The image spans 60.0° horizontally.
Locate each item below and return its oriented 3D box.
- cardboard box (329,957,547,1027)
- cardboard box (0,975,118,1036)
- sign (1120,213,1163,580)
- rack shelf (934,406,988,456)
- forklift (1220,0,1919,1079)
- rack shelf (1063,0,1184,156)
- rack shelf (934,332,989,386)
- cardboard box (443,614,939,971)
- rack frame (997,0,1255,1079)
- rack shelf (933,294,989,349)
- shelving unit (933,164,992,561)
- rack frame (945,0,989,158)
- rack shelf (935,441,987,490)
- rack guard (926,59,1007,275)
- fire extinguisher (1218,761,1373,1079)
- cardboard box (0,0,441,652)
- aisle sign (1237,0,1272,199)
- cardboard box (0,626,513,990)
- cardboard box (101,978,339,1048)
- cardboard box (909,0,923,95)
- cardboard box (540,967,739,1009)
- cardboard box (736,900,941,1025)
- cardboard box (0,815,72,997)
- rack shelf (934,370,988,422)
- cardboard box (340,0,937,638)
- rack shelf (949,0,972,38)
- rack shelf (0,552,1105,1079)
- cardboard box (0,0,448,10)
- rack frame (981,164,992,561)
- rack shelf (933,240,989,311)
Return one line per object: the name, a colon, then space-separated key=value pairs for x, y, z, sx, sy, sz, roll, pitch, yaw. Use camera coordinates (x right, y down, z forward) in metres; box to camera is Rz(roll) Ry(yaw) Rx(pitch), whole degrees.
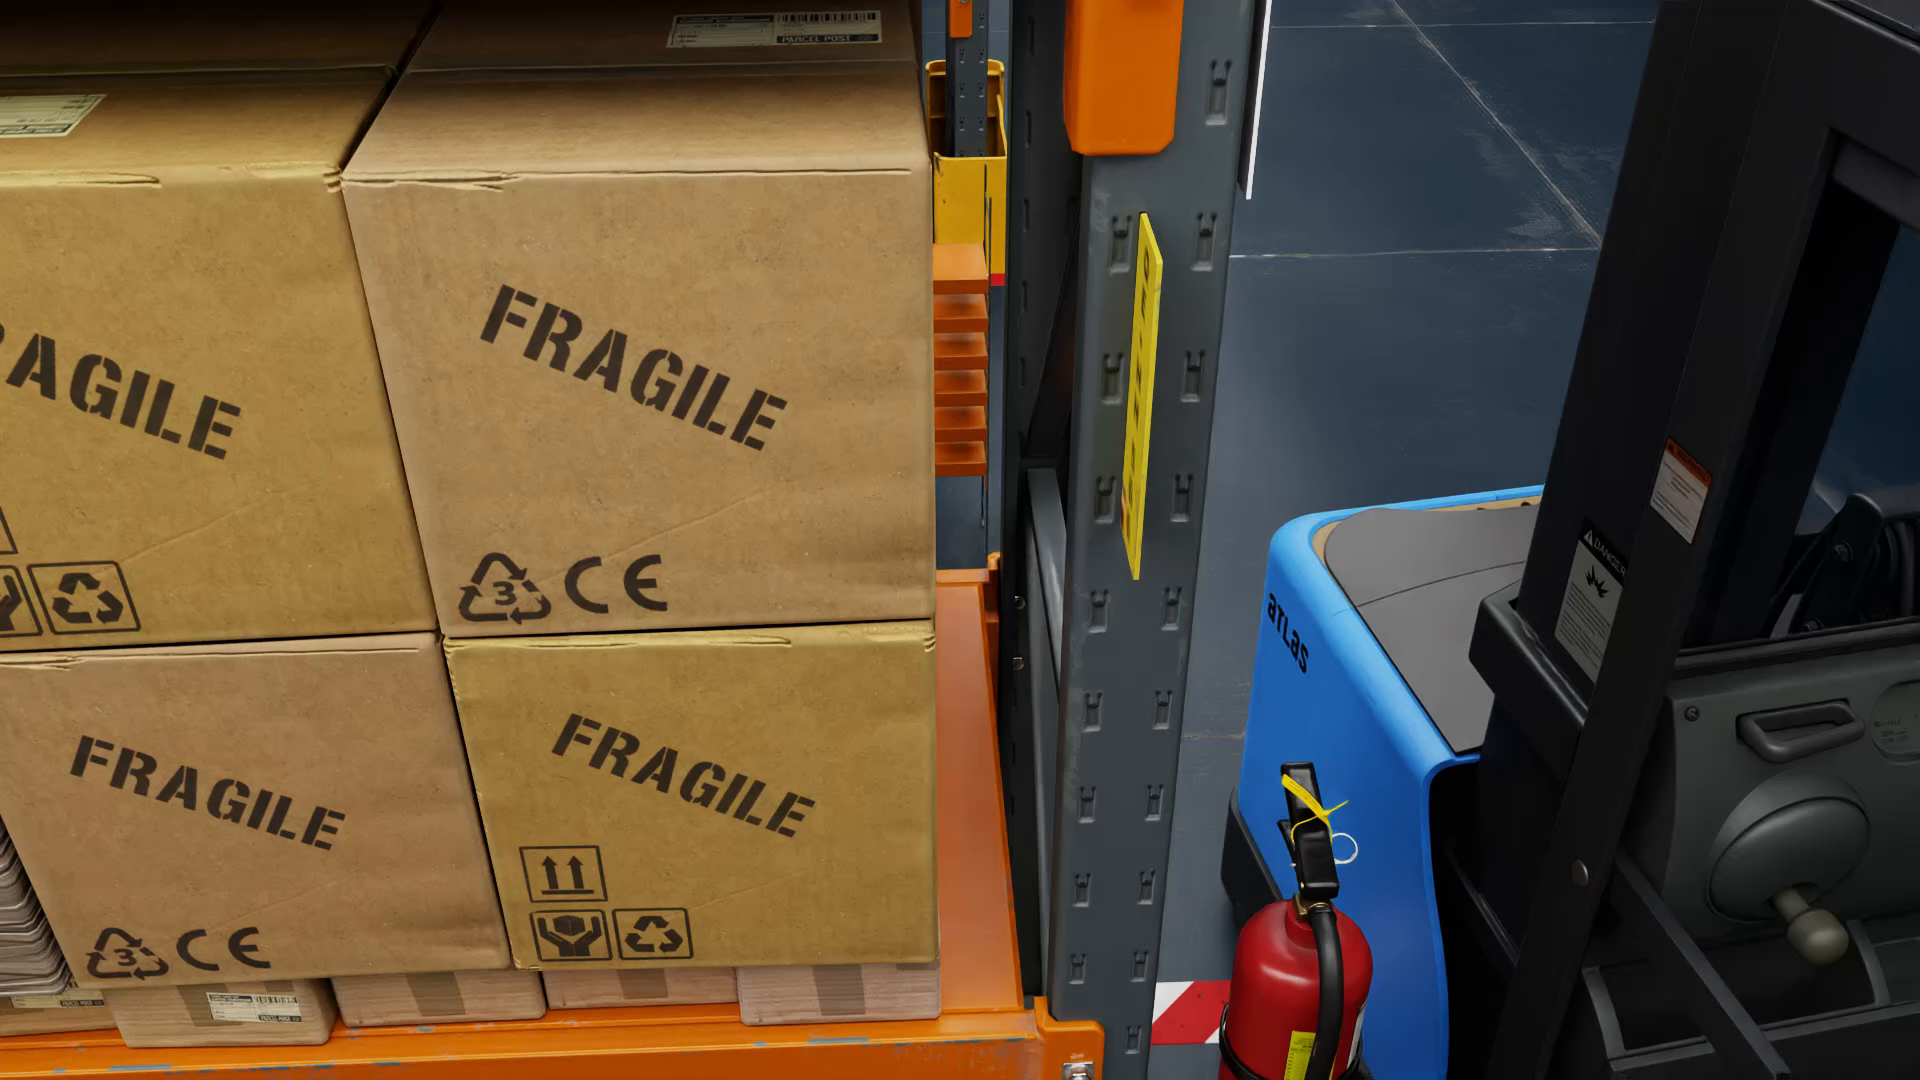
cardboard box: x=-0.657 y=0.441 z=2.198 sx=0.250 sy=0.149 sz=0.380 roll=-2 pitch=35 yaw=-3
cardboard box: x=-1.175 y=0.451 z=2.183 sx=0.250 sy=0.149 sz=0.380 roll=-3 pitch=35 yaw=-4
sign: x=0.162 y=-0.123 z=1.497 sx=0.005 sy=0.325 sz=0.100 roll=-2 pitch=35 yaw=-2
rack shelf: x=-0.014 y=-0.358 z=5.002 sx=0.180 sy=0.103 sz=0.258 roll=-2 pitch=35 yaw=-2
forklift: x=1.434 y=0.391 z=2.110 sx=1.130 sy=2.935 sz=3.031 roll=-7 pitch=35 yaw=-10
rack shelf: x=-1.842 y=-0.717 z=1.646 sx=4.000 sy=0.370 sz=1.077 roll=-2 pitch=35 yaw=-2
rack shelf: x=-0.014 y=-0.555 z=4.865 sx=0.180 sy=0.103 sz=0.258 roll=-2 pitch=35 yaw=-2
cardboard box: x=-0.281 y=0.162 z=2.031 sx=0.500 sy=0.500 sz=0.500 roll=-1 pitch=35 yaw=-1
rack frame: x=0.155 y=0.167 z=2.373 sx=0.127 sy=3.000 sz=1.000 roll=-2 pitch=35 yaw=-2
rack shelf: x=-0.014 y=-0.654 z=4.797 sx=0.180 sy=0.103 sz=0.258 roll=-2 pitch=35 yaw=-2
shelving unit: x=-0.014 y=-0.493 z=4.908 sx=0.189 sy=1.200 sz=0.258 roll=-2 pitch=35 yaw=-2
rack frame: x=0.021 y=-2.655 z=6.450 sx=0.127 sy=3.000 sz=1.000 roll=-2 pitch=35 yaw=-2
rack shelf: x=-0.014 y=-0.259 z=5.070 sx=0.180 sy=0.103 sz=0.258 roll=-2 pitch=35 yaw=-2
rack guard: x=0.045 y=-1.628 z=7.163 sx=0.348 sy=0.500 sz=1.175 roll=-2 pitch=35 yaw=-2
fire extinguisher: x=0.429 y=0.608 z=2.131 sx=0.183 sy=0.674 sz=0.296 roll=-2 pitch=35 yaw=-2
cardboard box: x=-0.796 y=-0.240 z=1.733 sx=0.500 sy=0.500 sz=0.500 roll=-3 pitch=35 yaw=-4
aisle sign: x=0.242 y=-0.733 z=1.389 sx=0.004 sy=0.787 sz=0.394 roll=-2 pitch=35 yaw=-2
cardboard box: x=-0.796 y=0.173 z=2.015 sx=0.500 sy=0.500 sz=0.500 roll=-2 pitch=35 yaw=-3
cardboard box: x=-0.911 y=0.461 z=2.169 sx=0.250 sy=0.149 sz=0.380 roll=-1 pitch=35 yaw=-1
cardboard box: x=-0.306 y=-0.546 z=2.176 sx=0.500 sy=0.500 sz=0.500 roll=-2 pitch=35 yaw=-3
cardboard box: x=-0.407 y=0.425 z=2.220 sx=0.250 sy=0.149 sz=0.380 roll=-2 pitch=35 yaw=-2
cardboard box: x=-0.157 y=0.440 z=2.199 sx=0.250 sy=0.149 sz=0.380 roll=-1 pitch=35 yaw=-2
cardboard box: x=-1.302 y=0.192 z=1.987 sx=0.500 sy=0.500 sz=0.500 roll=-1 pitch=35 yaw=-2
rack shelf: x=-0.014 y=-0.456 z=4.933 sx=0.180 sy=0.103 sz=0.258 roll=-2 pitch=35 yaw=-2
cardboard box: x=-0.290 y=-0.254 z=1.753 sx=0.500 sy=0.500 sz=0.500 roll=-2 pitch=35 yaw=-3
rack shelf: x=-1.976 y=-2.305 z=6.577 sx=4.000 sy=0.370 sz=1.077 roll=-2 pitch=35 yaw=-2
rack shelf: x=-1.842 y=0.517 z=2.499 sx=4.000 sy=0.370 sz=1.077 roll=-2 pitch=35 yaw=-2
cardboard box: x=-0.809 y=-0.529 z=2.151 sx=0.500 sy=0.500 sz=0.500 roll=-1 pitch=35 yaw=-1
rack frame: x=0.077 y=-0.495 z=4.912 sx=0.006 sy=1.200 sz=0.240 roll=-2 pitch=35 yaw=-2
rack shelf: x=-0.014 y=-0.752 z=4.728 sx=0.180 sy=0.103 sz=0.258 roll=-2 pitch=35 yaw=-2
